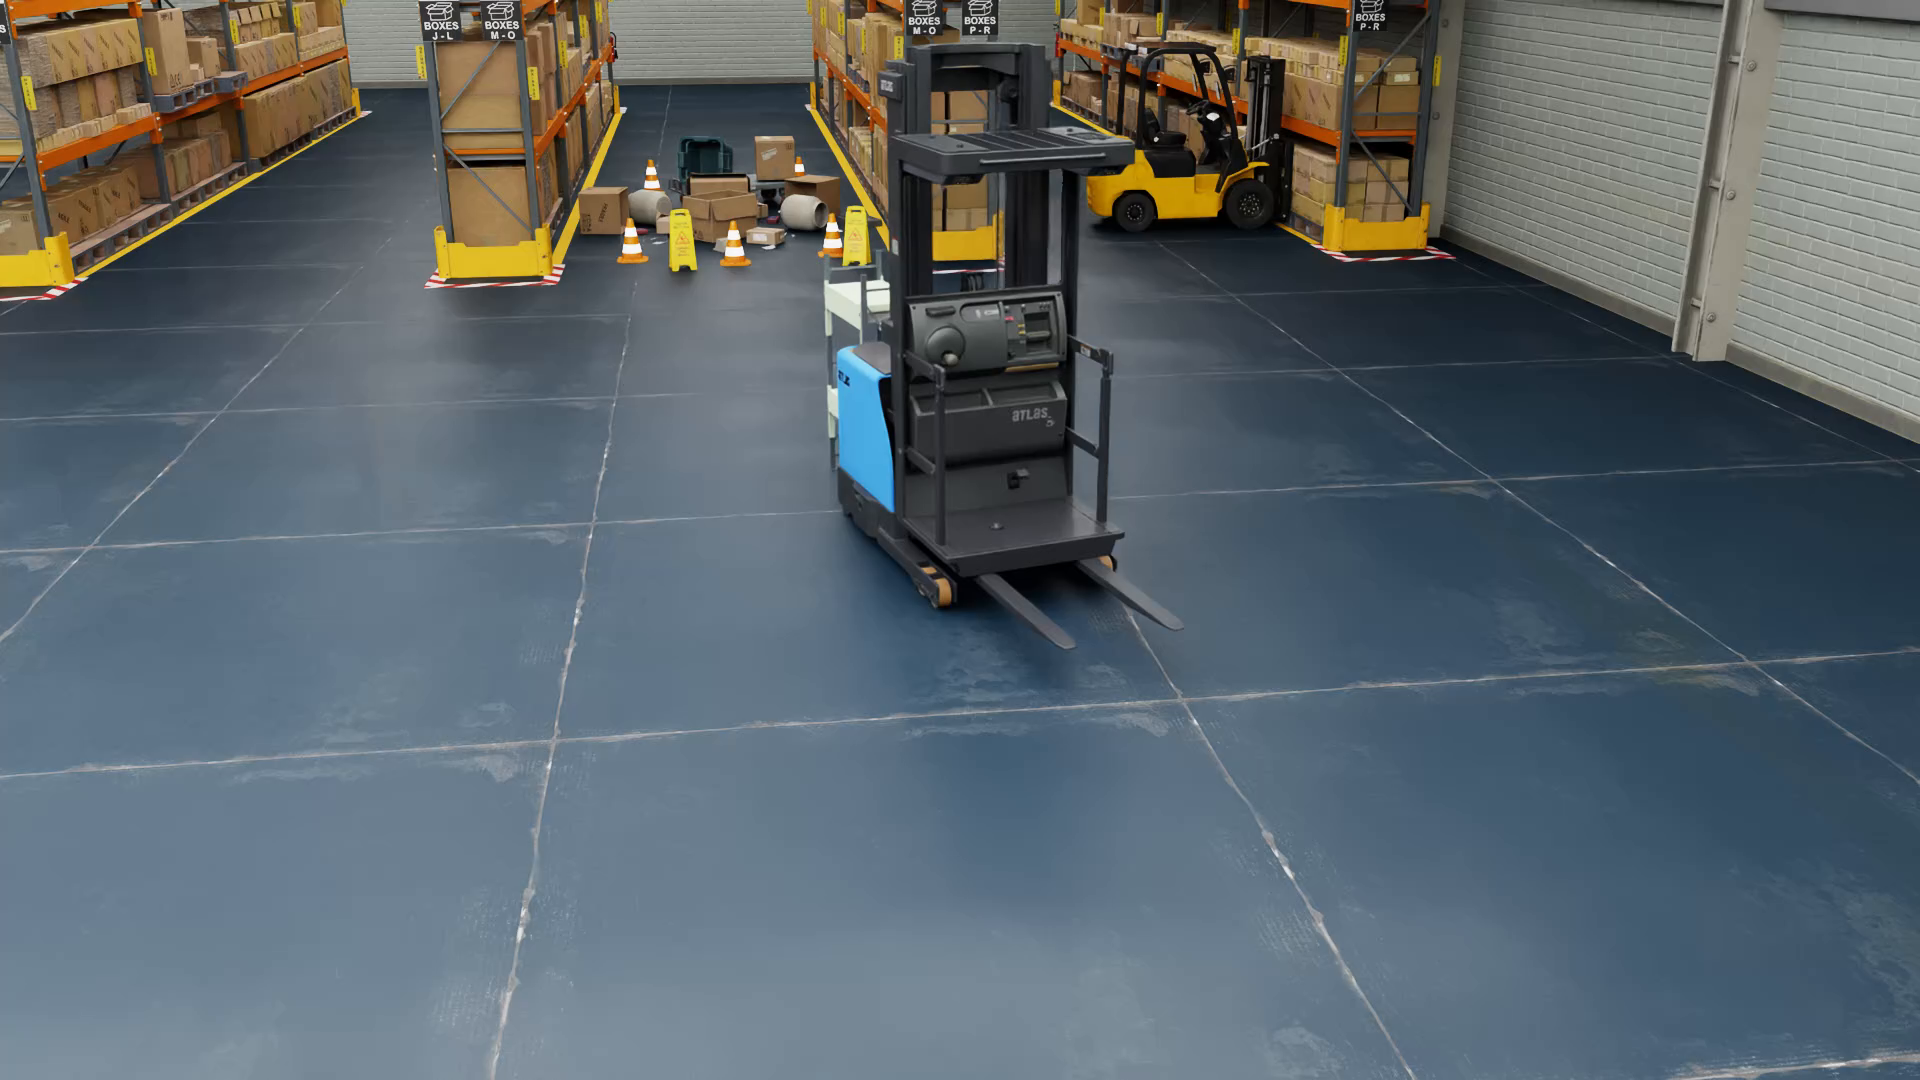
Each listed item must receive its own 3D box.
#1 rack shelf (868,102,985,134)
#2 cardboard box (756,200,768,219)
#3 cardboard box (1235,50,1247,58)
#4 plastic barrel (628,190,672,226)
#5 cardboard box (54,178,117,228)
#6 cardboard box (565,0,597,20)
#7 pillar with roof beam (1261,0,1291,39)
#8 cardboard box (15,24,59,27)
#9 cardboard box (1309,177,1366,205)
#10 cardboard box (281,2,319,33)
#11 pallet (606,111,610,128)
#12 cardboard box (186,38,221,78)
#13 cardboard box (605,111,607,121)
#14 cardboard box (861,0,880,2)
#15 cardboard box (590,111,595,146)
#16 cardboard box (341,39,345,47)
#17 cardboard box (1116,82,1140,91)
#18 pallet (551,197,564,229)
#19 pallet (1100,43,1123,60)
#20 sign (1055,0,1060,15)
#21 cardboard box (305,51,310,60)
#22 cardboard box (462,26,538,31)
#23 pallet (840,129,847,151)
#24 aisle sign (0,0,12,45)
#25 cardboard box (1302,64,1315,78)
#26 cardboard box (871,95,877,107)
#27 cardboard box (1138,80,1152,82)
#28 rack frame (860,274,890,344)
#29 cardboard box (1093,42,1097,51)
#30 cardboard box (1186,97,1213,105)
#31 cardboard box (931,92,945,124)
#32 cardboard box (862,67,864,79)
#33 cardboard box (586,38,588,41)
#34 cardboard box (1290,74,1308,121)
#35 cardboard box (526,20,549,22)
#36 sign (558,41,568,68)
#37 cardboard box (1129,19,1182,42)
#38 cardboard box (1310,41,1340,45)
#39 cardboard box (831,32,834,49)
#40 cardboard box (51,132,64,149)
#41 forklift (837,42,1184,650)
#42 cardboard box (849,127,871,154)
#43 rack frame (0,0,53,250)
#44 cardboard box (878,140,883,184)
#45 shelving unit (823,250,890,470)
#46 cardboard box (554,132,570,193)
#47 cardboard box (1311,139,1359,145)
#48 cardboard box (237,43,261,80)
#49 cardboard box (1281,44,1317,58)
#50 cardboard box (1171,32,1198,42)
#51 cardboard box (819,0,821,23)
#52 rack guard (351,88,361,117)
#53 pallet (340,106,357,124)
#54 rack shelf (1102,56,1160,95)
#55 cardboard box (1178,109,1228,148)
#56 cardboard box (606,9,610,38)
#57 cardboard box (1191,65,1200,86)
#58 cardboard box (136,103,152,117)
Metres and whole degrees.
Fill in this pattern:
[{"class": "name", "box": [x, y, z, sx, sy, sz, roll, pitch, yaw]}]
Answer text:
[{"class": "rack shelf", "box": [-0.389, -4.917, 20.122, 1.077, 0.370, 4.000, -3, 21, -8]}, {"class": "cardboard box", "box": [-2.684, -4.275, 21.283, 0.396, 0.266, 0.258, 17, 27, 39]}, {"class": "cardboard box", "box": [3.965, -6.656, 22.679, 0.380, 0.149, 0.250, -2, 21, -6]}, {"class": "plastic barrel", "box": [-3.880, -4.139, 20.694, 0.512, 0.421, 0.421, 12, 24, 30]}, {"class": "cardboard box", "box": [-10.209, -3.923, 19.405, 0.500, 0.500, 0.500, -5, 21, -13]}, {"class": "cardboard box", "box": [-6.539, -9.255, 28.711, 0.500, 0.500, 0.500, -2, 21, -6]}, {"class": "pillar with roof beam", "box": [0.477, -9.770, 23.514, 9.100, 9.000, 0.400, -3, 21, -8]}, {"class": "cardboard box", "box": [-10.526, -5.586, 18.889, 0.500, 0.500, 0.500, -3, 21, -8]}, {"class": "cardboard box", "box": [4.431, -4.109, 19.545, 0.500, 0.250, 0.500, -3, 21, -8]}, {"class": "cardboard box", "box": [-11.596, -9.166, 29.189, 0.500, 0.500, 0.500, -4, 21, -9]}, {"class": "pallet", "box": [-7.026, -7.779, 30.743, 1.003, 0.211, 1.213, -3, 21, -8]}, {"class": "cardboard box", "box": [-10.764, -6.702, 23.130, 0.700, 0.500, 0.500, 0, 20, 0]}, {"class": "cardboard box", "box": [-6.488, -7.527, 29.557, 0.380, 0.149, 0.250, -2, 21, -6]}, {"class": "cardboard box", "box": [-1.382, -8.734, 27.742, 0.500, 0.500, 0.500, -2, 21, -6]}, {"class": "cardboard box", "box": [-6.064, -6.504, 26.315, 0.500, 0.500, 0.500, -3, 21, -7]}, {"class": "cardboard box", "box": [-11.837, -9.377, 31.394, 0.380, 0.149, 0.250, -3, 21, -7]}, {"class": "cardboard box", "box": [2.985, -8.068, 29.575, 0.380, 0.149, 0.250, -3, 21, -9]}, {"class": "pallet", "box": [-5.529, -4.088, 20.860, 1.003, 0.211, 1.213, -3, 21, -8]}, {"class": "pallet", "box": [3.088, -8.596, 29.218, 1.003, 0.211, 1.213, -3, 21, -8]}, {"class": "sign", "box": [1.967, -10.731, 33.423, 0.100, 0.325, 0.005, -3, 21, -8]}, {"class": "cardboard box", "box": [-11.389, -8.309, 28.534, 0.380, 0.149, 0.250, -4, 21, -10]}, {"class": "cardboard box", "box": [-5.406, -5.730, 19.513, 0.875, 0.550, 0.550, -3, 21, -8]}, {"class": "pallet", "box": [-1.466, -6.723, 27.915, 1.003, 0.211, 1.213, -3, 21, -8]}, {"class": "aisle sign", "box": [-9.602, -5.273, 16.332, 0.394, 0.787, 0.004, -3, 21, -8]}, {"class": "cardboard box", "box": [4.330, -5.626, 19.922, 0.380, 0.149, 0.250, -4, 21, -10]}, {"class": "cardboard box", "box": [-0.950, -5.703, 21.559, 0.380, 0.149, 0.250, -3, 21, -8]}, {"class": "cardboard box", "box": [3.419, -8.185, 29.888, 0.380, 0.149, 0.250, -4, 21, -10]}, {"class": "rack frame", "box": [-0.433, -0.977, 10.688, 0.400, 1.500, 0.023, -8, 22, -21]}, {"class": "cardboard box", "box": [2.664, -9.126, 30.721, 0.380, 0.149, 0.250, -2, 21, -6]}, {"class": "cardboard box", "box": [3.890, -7.109, 27.008, 0.380, 0.149, 0.250, -2, 21, -5]}, {"class": "cardboard box", "box": [-0.452, -4.922, 18.538, 0.500, 0.500, 0.500, -3, 21, -9]}, {"class": "cardboard box", "box": [-1.159, -6.457, 22.977, 0.380, 0.149, 0.250, -3, 21, -7]}, {"class": "cardboard box", "box": [-6.390, -8.345, 27.606, 0.380, 0.149, 0.250, -2, 21, -5]}, {"class": "cardboard box", "box": [4.340, -5.375, 20.176, 0.500, 0.500, 0.500, -3, 21, -9]}, {"class": "cardboard box", "box": [-5.788, -6.702, 22.300, 0.700, 0.500, 0.500, -3, 21, -7]}, {"class": "sign", "box": [-5.013, -6.133, 20.999, 0.100, 0.325, 0.005, -3, 21, -8]}, {"class": "cardboard box", "box": [3.239, -8.384, 27.628, 0.797, 0.503, 0.637, -3, 21, -9]}, {"class": "cardboard box", "box": [4.723, -6.329, 21.380, 0.380, 0.149, 0.250, -3, 21, -9]}, {"class": "cardboard box", "box": [-1.897, -8.358, 27.808, 0.500, 0.250, 0.500, -3, 21, -7]}, {"class": "cardboard box", "box": [-9.751, -4.229, 17.612, 0.380, 0.149, 0.250, -3, 21, -8]}, {"class": "forklift", "box": [0.247, -1.164, 9.143, 1.130, 2.935, 3.031, -8, 22, -21]}, {"class": "cardboard box", "box": [-1.183, -6.101, 25.419, 0.950, 0.372, 0.625, -4, 21, -11]}, {"class": "rack frame", "box": [-9.908, -4.062, 16.804, 1.000, 3.000, 0.127, -3, 21, -8]}, {"class": "cardboard box", "box": [-0.771, -4.804, 21.048, 0.500, 0.500, 0.500, -2, 21, -6]}, {"class": "shelving unit", "box": [-0.573, -1.095, 11.005, 0.431, 1.500, 0.755, -8, 22, -21]}, {"class": "cardboard box", "box": [-5.740, -5.015, 21.971, 1.050, 0.750, 0.750, -3, 21, -8]}, {"class": "cardboard box", "box": [4.724, -4.890, 20.923, 0.500, 0.250, 0.500, -3, 21, -9]}, {"class": "cardboard box", "box": [-10.938, -7.239, 25.167, 0.500, 0.500, 0.500, -3, 21, -9]}, {"class": "cardboard box", "box": [4.250, -6.121, 20.822, 0.380, 0.149, 0.250, -3, 21, -8]}, {"class": "cardboard box", "box": [3.451, -7.716, 25.518, 0.380, 0.149, 0.250, -2, 21, -7]}, {"class": "cardboard box", "box": [-2.320, -9.733, 30.416, 0.500, 0.500, 0.500, -3, 21, -7]}, {"class": "rack guard", "box": [-12.217, -8.439, 32.095, 1.175, 0.500, 0.348, -3, 21, -8]}, {"class": "pallet", "box": [-12.021, -8.022, 31.393, 1.003, 0.211, 1.213, -3, 21, -8]}, {"class": "rack shelf", "box": [3.369, -7.938, 28.212, 1.077, 0.370, 4.000, -3, 21, -8]}, {"class": "cardboard box", "box": [3.835, -6.225, 25.389, 0.875, 0.625, 0.625, -2, 21, -6]}, {"class": "cardboard box", "box": [-6.972, -9.860, 31.761, 0.500, 0.500, 0.500, -2, 21, -7]}, {"class": "cardboard box", "box": [3.701, -6.815, 24.389, 0.500, 0.250, 0.500, -2, 21, -6]}, {"class": "cardboard box", "box": [-10.162, -5.269, 20.396, 0.380, 0.149, 0.250, -3, 21, -8]}]
